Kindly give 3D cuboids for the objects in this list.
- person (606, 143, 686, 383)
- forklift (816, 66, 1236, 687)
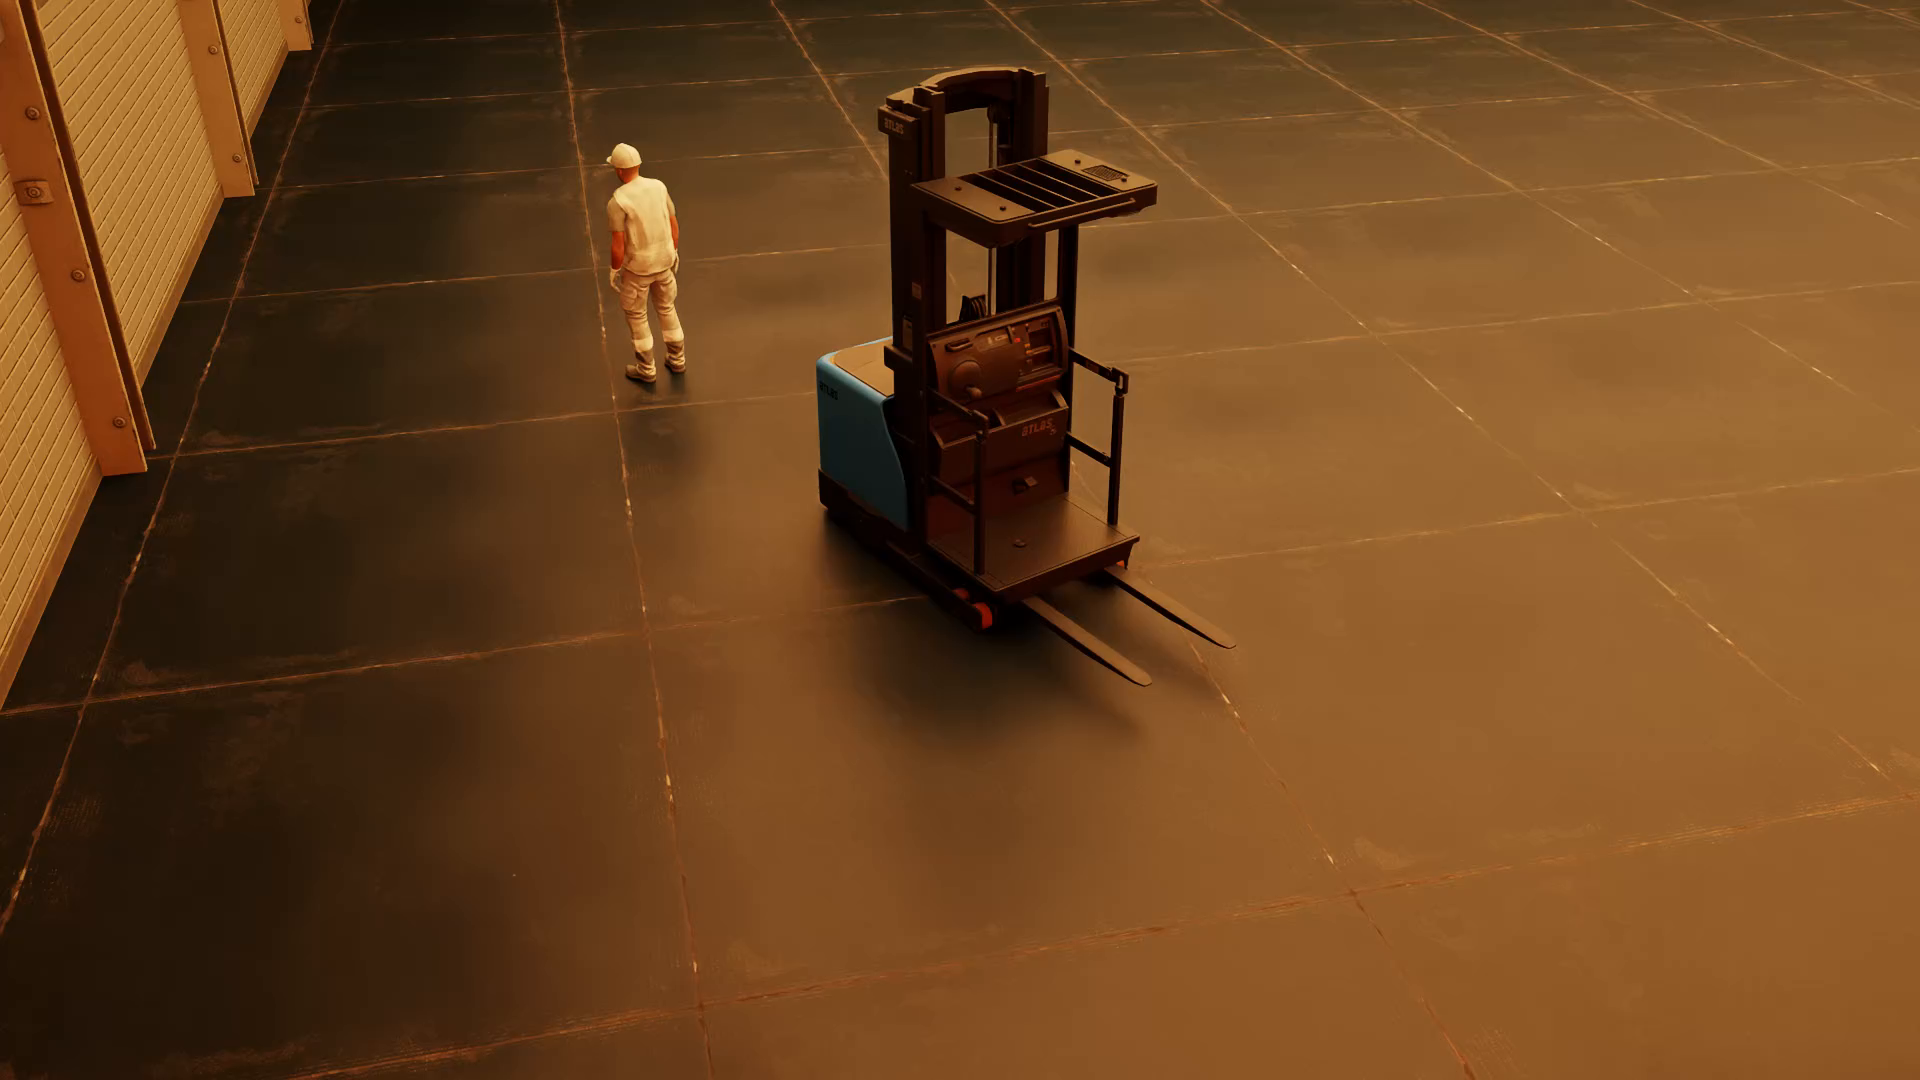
[{"bbox_3d":[-2.326,-2.030,12.235,0.612,1.778,0.451,-26,39,-37],"label":"person"},{"bbox_3d":[0.355,-1.021,9.338,1.130,2.935,3.031,-20,35,-30],"label":"forklift"}]
